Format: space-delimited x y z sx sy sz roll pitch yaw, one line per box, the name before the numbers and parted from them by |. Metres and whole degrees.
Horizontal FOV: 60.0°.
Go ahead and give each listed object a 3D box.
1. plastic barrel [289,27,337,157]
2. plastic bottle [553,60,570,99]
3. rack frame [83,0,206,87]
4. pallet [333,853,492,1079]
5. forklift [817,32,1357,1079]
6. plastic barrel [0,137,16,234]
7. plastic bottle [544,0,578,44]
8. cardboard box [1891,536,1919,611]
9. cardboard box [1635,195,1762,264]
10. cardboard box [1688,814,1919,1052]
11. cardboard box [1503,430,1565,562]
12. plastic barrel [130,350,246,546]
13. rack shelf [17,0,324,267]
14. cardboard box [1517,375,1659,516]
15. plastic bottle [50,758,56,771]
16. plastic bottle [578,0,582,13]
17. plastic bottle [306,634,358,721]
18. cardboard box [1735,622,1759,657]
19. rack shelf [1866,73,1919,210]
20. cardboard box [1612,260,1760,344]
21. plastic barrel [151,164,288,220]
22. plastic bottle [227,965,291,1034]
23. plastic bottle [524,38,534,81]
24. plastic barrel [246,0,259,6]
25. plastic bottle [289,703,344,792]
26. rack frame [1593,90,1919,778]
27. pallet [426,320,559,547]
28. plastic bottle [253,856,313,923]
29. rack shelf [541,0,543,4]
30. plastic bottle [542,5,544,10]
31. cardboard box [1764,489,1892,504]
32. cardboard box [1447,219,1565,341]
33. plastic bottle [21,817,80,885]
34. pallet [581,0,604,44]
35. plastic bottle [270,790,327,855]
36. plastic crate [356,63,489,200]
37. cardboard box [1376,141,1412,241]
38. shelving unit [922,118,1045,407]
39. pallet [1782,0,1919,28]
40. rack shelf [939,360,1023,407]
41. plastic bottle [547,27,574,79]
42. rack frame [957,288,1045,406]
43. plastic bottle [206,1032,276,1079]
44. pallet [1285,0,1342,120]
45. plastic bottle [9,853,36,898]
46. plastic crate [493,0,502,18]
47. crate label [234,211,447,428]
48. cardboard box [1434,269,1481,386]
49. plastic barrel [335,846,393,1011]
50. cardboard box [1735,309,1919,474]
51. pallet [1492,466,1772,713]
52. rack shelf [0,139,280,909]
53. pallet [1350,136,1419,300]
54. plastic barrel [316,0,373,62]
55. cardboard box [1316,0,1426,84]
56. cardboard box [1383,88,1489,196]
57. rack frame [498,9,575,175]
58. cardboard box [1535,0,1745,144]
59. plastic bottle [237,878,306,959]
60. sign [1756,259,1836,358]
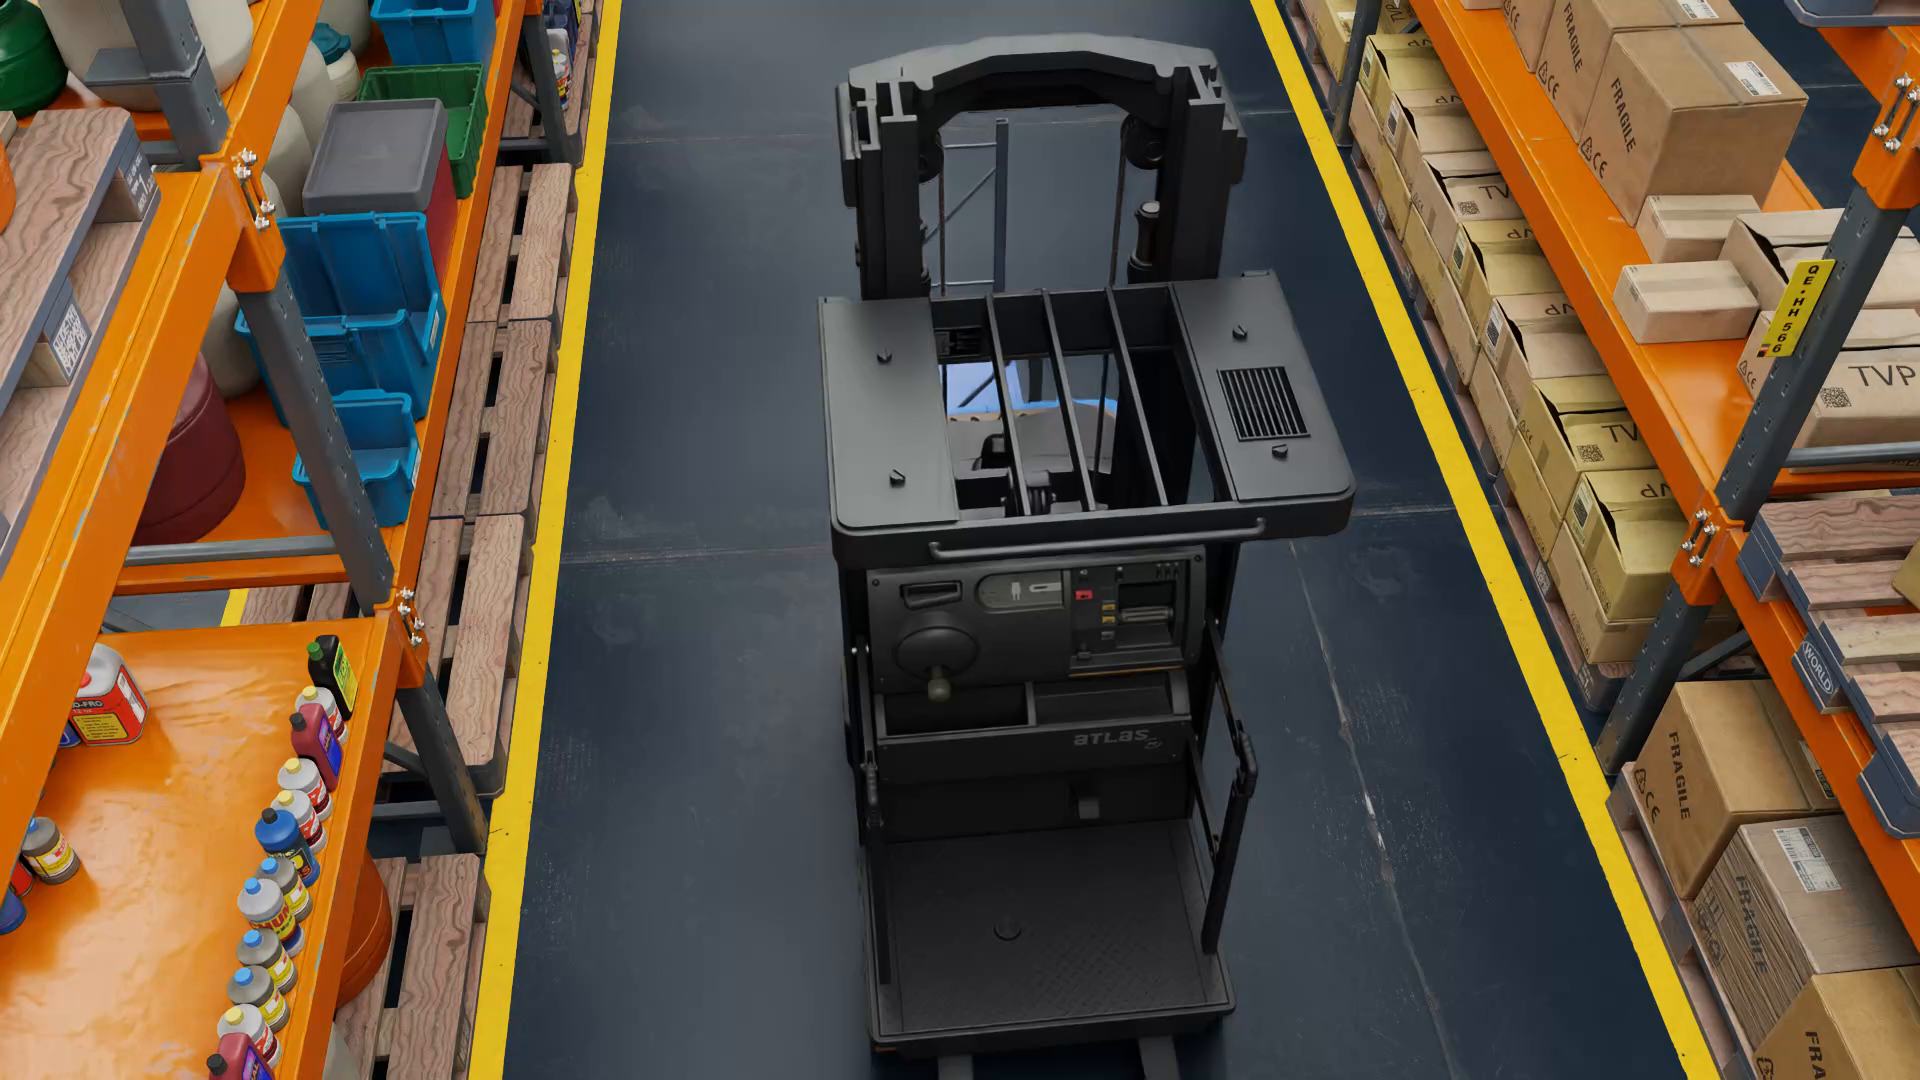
plastic barrel | -2.550 -1.663 6.166 0.433 0.535 0.433 0 47 0
plastic bottle | -2.071 -2.373 8.556 0.097 0.201 0.097 0 47 0
rack frame | -2.138 -2.022 2.467 1.000 3.000 0.127 -3 47 -3
pallet | -2.031 1.568 5.120 1.003 0.211 1.213 -3 47 -3
forklift | 0.237 0.326 4.423 1.130 2.935 3.031 -4 47 -4
plastic barrel | -2.094 -0.872 2.859 0.600 0.830 0.708 -3 47 -3
plastic bottle | -2.143 -2.839 8.894 0.144 0.351 0.185 -5 47 -5
cardboard box | 2.963 0.013 4.314 0.700 0.500 0.500 -18 49 -16
cardboard box | 2.635 -1.090 5.890 0.380 0.149 0.250 0 47 0
cardboard box | 2.601 1.176 4.989 0.500 0.500 0.500 -5 47 -5
cardboard box | 2.464 -0.195 6.473 0.500 0.250 0.500 -4 47 -4
plastic barrel | -2.479 -0.323 4.896 0.600 0.536 0.708 -3 47 -3
rack shelf | -2.306 -2.190 5.188 1.077 0.370 4.000 -3 47 -3
cardboard box | 2.459 -0.389 6.271 0.500 0.311 0.500 -4 47 -4
plastic bottle | -2.442 0.504 4.296 0.097 0.271 0.097 0 47 0
plastic bottle | -2.143 -2.994 9.144 0.097 0.201 0.097 0 47 0
plastic bottle | -1.679 0.348 4.435 0.061 0.283 0.133 -3 47 -3
cardboard box | 3.047 0.147 6.149 0.500 0.250 0.500 -4 47 -3
rack shelf | 2.966 0.406 2.729 1.077 0.370 4.000 -3 47 -3
cardboard box | 2.448 -0.805 5.619 0.380 0.149 0.250 -3 47 -3
plastic barrel | -2.472 -1.034 5.586 0.421 0.512 0.421 0 47 0
plastic bottle | -1.619 1.050 3.826 0.097 0.201 0.097 0 47 0
plastic bottle | -2.223 -2.553 8.670 0.061 0.283 0.133 -3 47 -3
plastic barrel | -1.991 -1.770 3.949 0.600 0.901 0.600 0 47 0
plastic bottle | -1.660 0.515 4.277 0.061 0.283 0.133 -3 47 -3
rack frame | 2.798 -0.257 4.928 1.000 3.000 0.127 -3 47 -3
pallet | -2.263 -0.444 7.025 1.003 0.211 1.213 -3 47 -3
plastic bottle | -1.644 0.839 4.026 0.097 0.201 0.097 0 47 0
rack shelf | -2.640 -4.053 9.018 1.077 0.370 4.000 -3 47 -3
plastic bottle | -2.260 -2.773 8.886 0.097 0.271 0.097 0 47 0
cardboard box | 3.047 -0.046 5.946 0.500 0.311 0.500 -2 47 -2
cardboard box | 2.380 -1.117 6.960 0.500 0.311 0.500 -2 47 -2
plastic bottle | -2.263 0.756 4.105 0.097 0.201 0.097 0 47 0
pallet | -2.593 -3.267 9.699 1.003 0.211 1.213 -3 47 -3
plastic bottle | -1.660 0.698 4.160 0.097 0.201 0.097 0 47 0
plastic crate | -2.046 -1.537 6.286 0.450 0.188 0.662 -3 47 -3
cardboard box | 2.292 -1.674 7.874 0.500 0.250 0.500 -2 47 -2
shelving unit | -0.019 -0.652 6.334 0.538 1.500 1.048 -4 47 -4
pallet | 2.652 -1.709 4.367 1.213 0.211 1.003 -2 47 -1
rack shelf | -0.019 -0.528 6.465 0.538 0.185 1.000 -4 47 -4
plastic bottle | -2.117 -2.557 8.679 0.152 0.276 0.135 -2 47 -2
rack frame | 0.032 -0.285 5.987 0.500 1.500 0.032 -4 47 -4
plastic bottle | -1.583 1.175 3.652 0.061 0.283 0.133 -3 47 -3
pallet | 2.438 -2.771 9.228 1.003 0.211 1.213 -3 47 -3
plastic bottle | -2.385 0.751 4.058 0.152 0.276 0.135 -3 47 -3
plastic crate | -2.128 -2.543 7.049 0.402 0.464 0.583 -3 47 -3
crate label | -1.952 -0.706 5.329 0.502 0.435 0.616 -3 47 -3
cardboard box | 2.379 -0.931 7.170 0.500 0.250 0.500 -3 47 -3
plastic barrel | -2.080 0.996 4.946 0.600 0.830 0.708 -3 47 -3
cardboard box | 2.811 -0.493 5.212 0.500 0.311 0.500 -1 47 -1
pallet | 2.768 0.103 6.507 1.003 0.211 1.213 -3 47 -3
rack shelf | -1.971 0.704 2.447 1.077 0.370 4.000 -3 47 -3
pallet | 2.564 -1.662 8.179 1.003 0.211 1.213 -3 47 -3
plastic barrel | -2.611 -2.194 6.669 0.433 0.535 0.433 0 47 0
cardboard box | 2.207 -2.673 8.820 0.500 0.250 0.500 -3 47 -3
cardboard box | 2.286 -1.867 7.670 0.500 0.311 0.500 -4 47 -4
rack frame | -2.473 -2.853 7.386 1.000 3.000 0.127 -3 47 -3
cardboard box | 2.597 -1.886 6.401 0.500 0.500 0.500 -3 47 -3
plastic bottle | -1.636 0.885 3.934 0.097 0.271 0.097 0 47 0
sign | 2.245 -0.619 4.473 0.100 0.325 0.005 -3 47 -3
